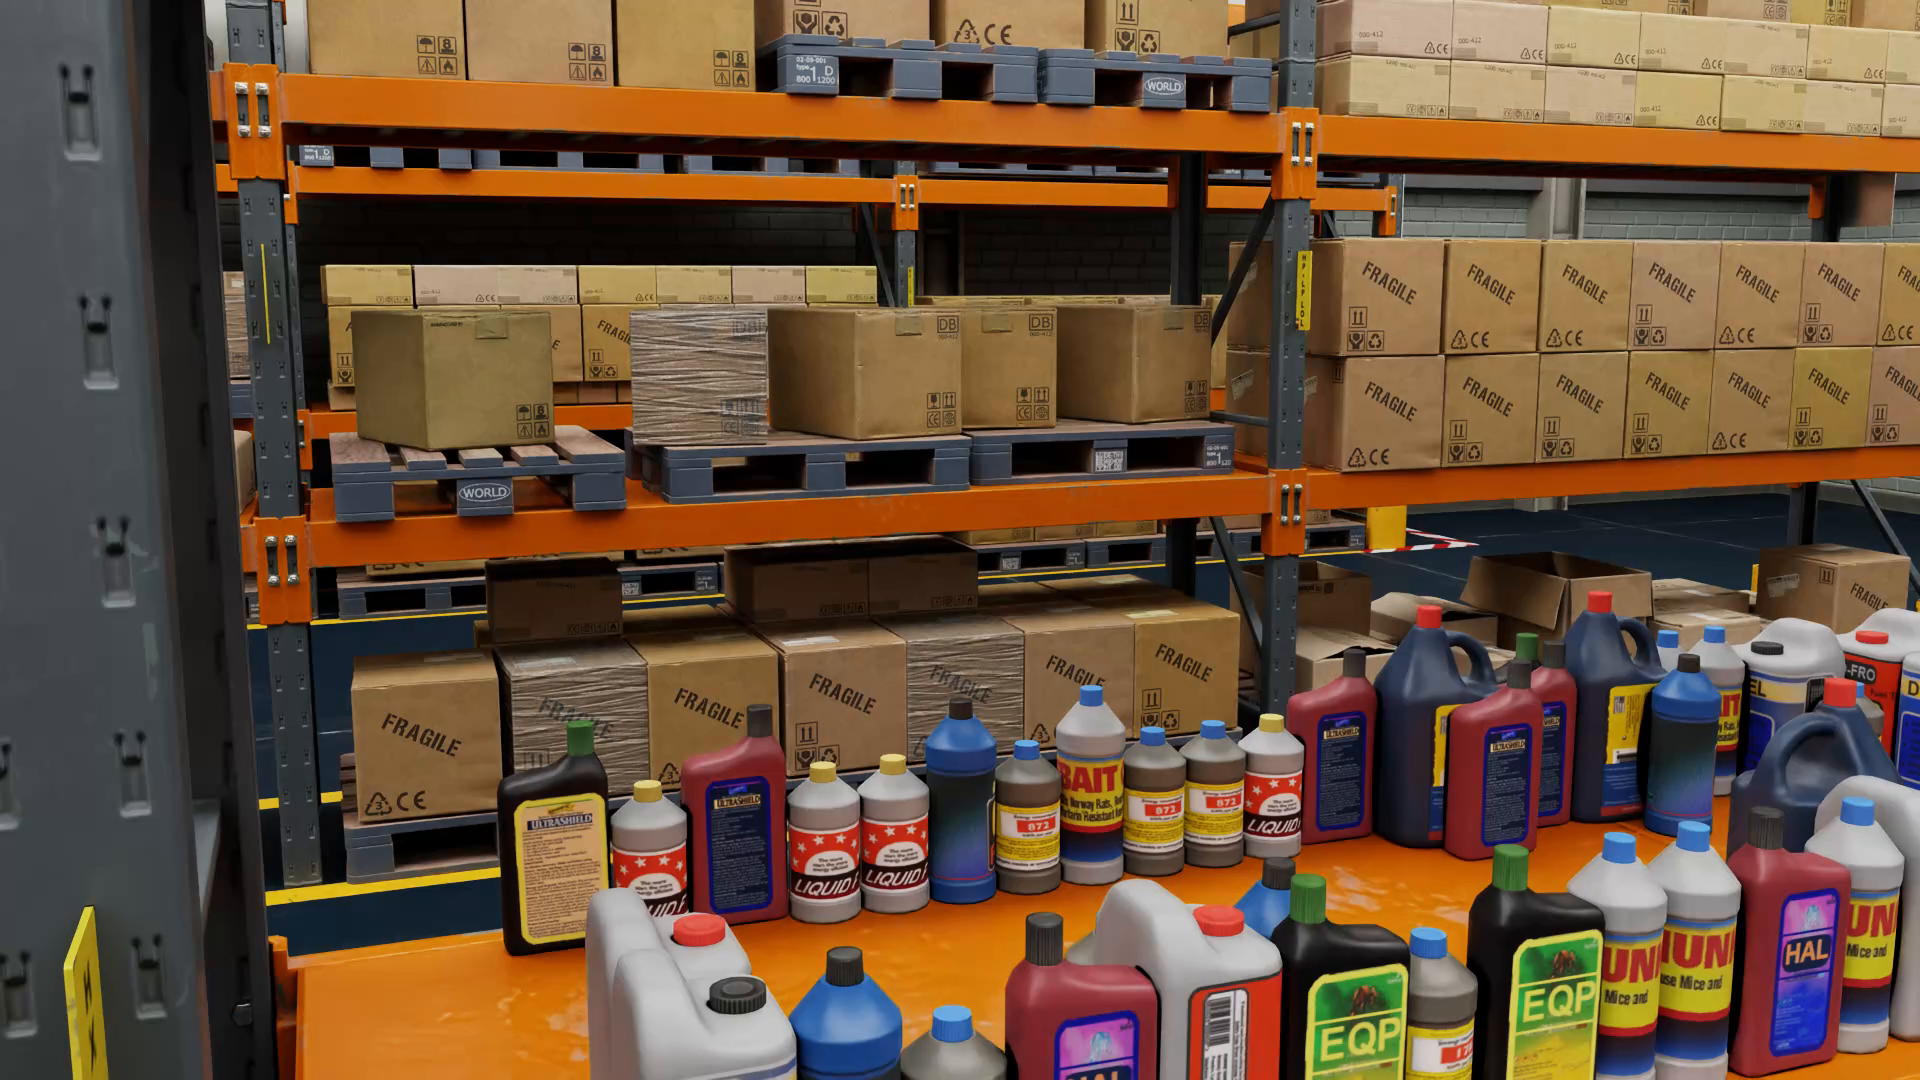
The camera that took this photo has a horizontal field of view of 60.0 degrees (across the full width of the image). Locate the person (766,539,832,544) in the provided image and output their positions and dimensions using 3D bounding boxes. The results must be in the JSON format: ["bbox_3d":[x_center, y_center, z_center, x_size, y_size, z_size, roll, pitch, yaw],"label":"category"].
[{"bbox_3d":[-0.843,-0.129,9.167,0.867,1.639,0.513,4,10,25],"label":"person"}]
